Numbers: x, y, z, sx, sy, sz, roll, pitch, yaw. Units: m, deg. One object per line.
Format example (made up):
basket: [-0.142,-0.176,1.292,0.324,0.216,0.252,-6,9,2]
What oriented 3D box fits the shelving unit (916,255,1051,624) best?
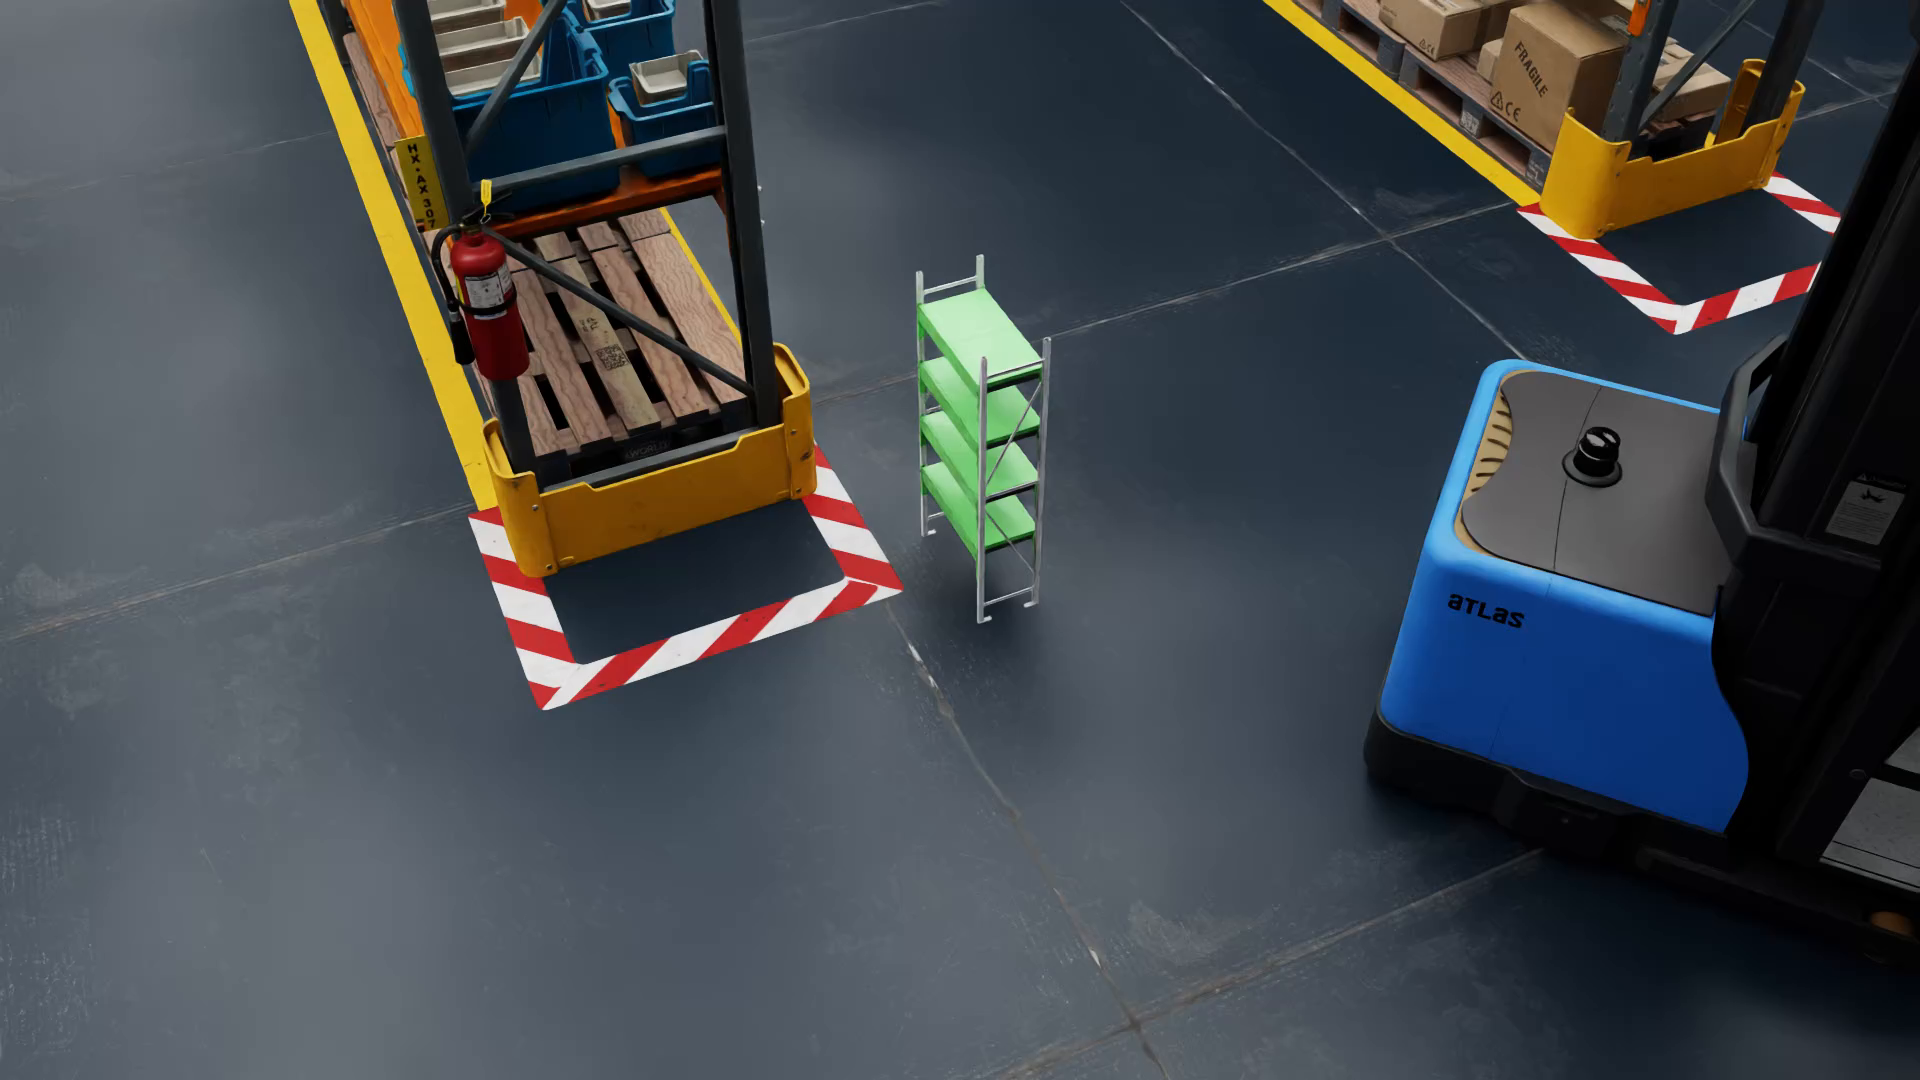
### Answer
shelving unit: [0.070,-0.322,5.722,0.258,1.200,0.503,-18,47,-17]

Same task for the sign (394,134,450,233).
sign: [-1.649,-1.091,5.104,0.100,0.325,0.005,-18,47,-17]

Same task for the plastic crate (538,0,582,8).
plastic crate: [-1.515,-2.261,6.482,0.416,0.233,0.300,-18,47,-17]

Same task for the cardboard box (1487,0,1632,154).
cardboard box: [2.887,-2.206,7.817,0.500,0.500,0.500,-18,47,-17]

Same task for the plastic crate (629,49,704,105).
plastic crate: [-1.021,-1.616,5.897,0.250,0.136,0.298,-18,47,-17]

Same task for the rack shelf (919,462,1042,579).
rack shelf: [0.070,-0.105,5.935,0.258,0.148,0.480,-18,47,-17]

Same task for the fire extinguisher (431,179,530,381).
fire extinguisher: [-1.505,-0.815,5.261,0.296,0.674,0.183,-18,47,-17]

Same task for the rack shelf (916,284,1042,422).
rack shelf: [0.070,-0.618,5.429,0.258,0.148,0.480,-18,47,-17]

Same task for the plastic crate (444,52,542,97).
plastic crate: [-1.664,-1.599,5.880,0.396,0.136,0.243,-18,47,-17]

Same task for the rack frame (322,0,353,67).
rack frame: [-2.838,-3.754,7.919,1.000,3.000,0.127,-18,47,-17]

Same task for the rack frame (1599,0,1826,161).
rack frame: [3.339,-2.666,6.816,1.000,3.000,0.127,-18,47,-17]

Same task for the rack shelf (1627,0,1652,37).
rack shelf: [2.498,-3.684,8.360,1.077,0.370,4.000,-18,47,-17]

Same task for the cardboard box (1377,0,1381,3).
cardboard box: [2.452,-3.287,8.910,0.797,0.503,0.637,-18,47,-17]

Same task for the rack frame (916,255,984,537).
rack frame: [-0.033,-0.477,5.879,0.240,1.200,0.015,-18,47,-17]

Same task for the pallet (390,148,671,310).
pallet: [-1.977,-1.526,7.646,1.003,0.211,1.213,-18,47,-17]

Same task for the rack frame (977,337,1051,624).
rack frame: [0.172,-0.166,5.564,0.240,1.200,0.015,-18,47,-17]

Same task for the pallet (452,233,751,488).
pallet: [-1.468,-0.750,6.860,1.003,0.211,1.213,-18,47,-17]

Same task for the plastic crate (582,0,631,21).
plastic crate: [-1.307,-2.049,6.336,0.250,0.136,0.298,-18,47,-17]

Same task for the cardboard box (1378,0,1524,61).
cardboard box: [2.515,-2.732,8.527,0.500,0.250,0.500,-18,47,-17]

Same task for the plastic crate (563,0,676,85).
plastic crate: [-1.238,-1.841,6.057,0.416,0.233,0.300,-18,47,-17]

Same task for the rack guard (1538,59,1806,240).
rack guard: [3.307,-1.825,7.743,1.175,0.500,0.348,-18,47,-17]

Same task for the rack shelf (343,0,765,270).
rack shelf: [-1.997,-2.224,6.880,1.077,0.370,4.000,-18,47,-17]

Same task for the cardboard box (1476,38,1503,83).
cardboard box: [2.799,-2.372,8.223,0.380,0.166,0.250,-18,47,-17]

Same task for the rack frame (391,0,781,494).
rack frame: [-1.157,-1.205,5.336,1.000,3.000,0.127,-18,47,-17]

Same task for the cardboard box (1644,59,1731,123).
cardboard box: [3.475,-2.176,8.036,0.380,0.149,0.250,-18,47,-17]

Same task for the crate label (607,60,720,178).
crate label: [-0.962,-1.422,5.632,0.416,0.233,0.303,-18,47,-17]

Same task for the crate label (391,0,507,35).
crate label: [-1.912,-1.958,6.244,0.396,0.136,0.243,-18,47,-17]

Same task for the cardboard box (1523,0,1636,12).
cardboard box: [3.158,-2.593,8.386,0.500,0.250,0.500,-18,47,-17]

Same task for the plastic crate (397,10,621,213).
plastic crate: [-1.467,-1.398,5.463,0.616,0.435,0.499,-18,47,-17]

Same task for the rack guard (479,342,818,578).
rack guard: [-1.135,-0.304,6.202,1.175,0.500,0.348,-18,47,-17]

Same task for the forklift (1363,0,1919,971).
forklift: [2.880,-0.152,4.317,3.031,2.935,1.130,17,47,17]

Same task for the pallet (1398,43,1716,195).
pallet: [2.971,-2.229,8.359,1.003,0.211,1.213,-18,47,-17]

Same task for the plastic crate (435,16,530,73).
plastic crate: [-1.772,-1.788,6.072,0.396,0.136,0.243,-18,47,-17]

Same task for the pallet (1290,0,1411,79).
pallet: [2.462,-3.006,9.146,1.003,0.211,1.213,-18,47,-17]

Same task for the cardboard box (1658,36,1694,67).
cardboard box: [3.370,-2.342,8.191,0.380,0.166,0.250,-18,47,-17]

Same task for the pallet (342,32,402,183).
pallet: [-2.494,-2.305,8.435,1.003,0.211,1.213,-18,47,-17]

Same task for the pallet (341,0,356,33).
pallet: [-3.125,-3.266,9.410,1.003,0.211,1.213,-18,47,-17]

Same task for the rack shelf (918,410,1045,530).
rack shelf: [0.070,-0.276,5.767,0.258,0.148,0.480,-18,47,-17]

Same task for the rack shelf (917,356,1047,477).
rack shelf: [0.070,-0.447,5.598,0.258,0.148,0.480,-18,47,-17]
